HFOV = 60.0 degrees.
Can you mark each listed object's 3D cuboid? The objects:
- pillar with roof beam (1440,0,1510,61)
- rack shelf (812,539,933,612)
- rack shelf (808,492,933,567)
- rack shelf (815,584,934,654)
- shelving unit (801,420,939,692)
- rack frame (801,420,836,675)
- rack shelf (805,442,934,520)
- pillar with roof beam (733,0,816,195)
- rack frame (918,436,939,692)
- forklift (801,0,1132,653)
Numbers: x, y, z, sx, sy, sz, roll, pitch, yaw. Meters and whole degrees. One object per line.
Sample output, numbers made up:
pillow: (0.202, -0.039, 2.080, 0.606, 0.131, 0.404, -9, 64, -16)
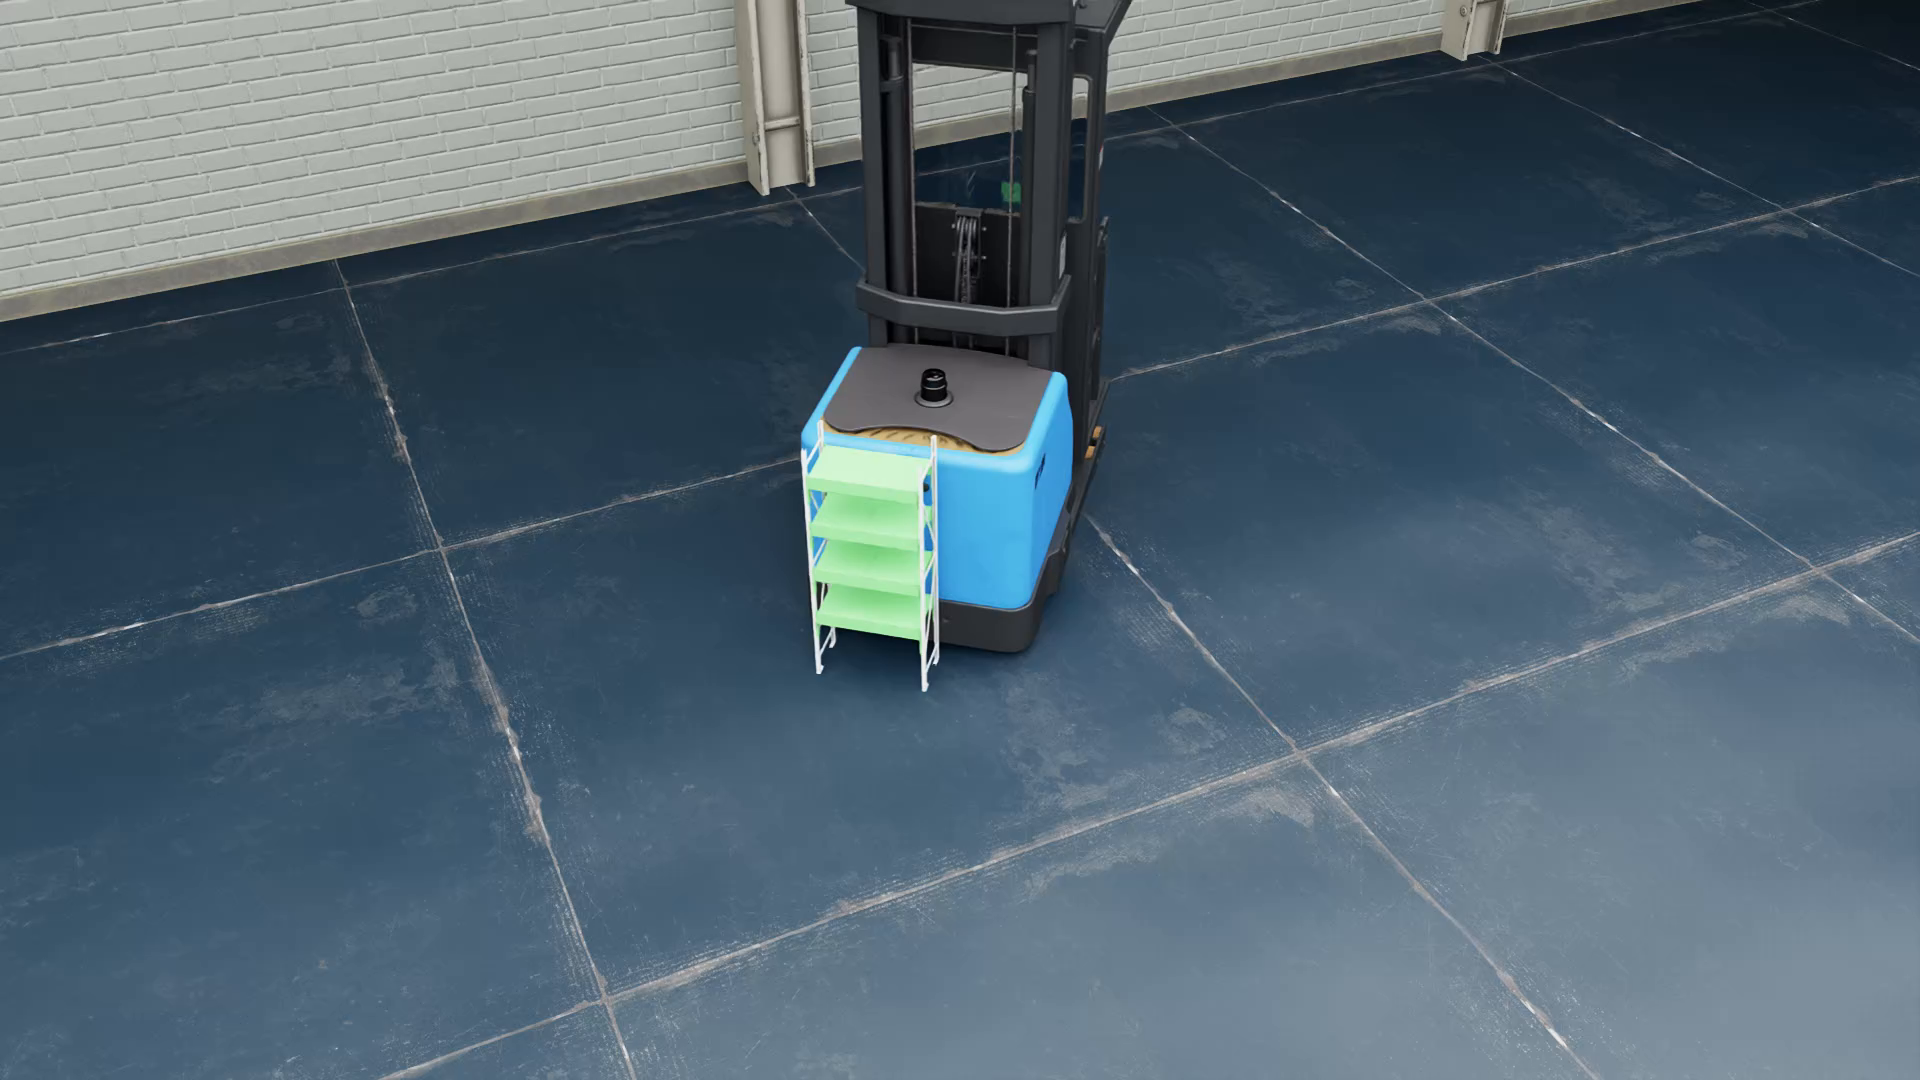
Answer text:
pillar with roof beam: (6.012, -5.315, 7.862, 0.400, 9.000, 9.100, -16, 39, -20)
rack shelf: (-0.369, 0.139, 7.162, 0.480, 0.148, 0.258, 8, 38, 11)
rack shelf: (-0.369, -0.053, 7.017, 0.480, 0.148, 0.258, 8, 38, 11)
rack shelf: (-0.368, 0.330, 7.306, 0.480, 0.148, 0.258, 8, 38, 11)
shelving unit: (-0.369, 0.088, 7.123, 0.503, 1.200, 0.258, 8, 38, 11)
rack frame: (-0.605, 0.052, 7.170, 0.015, 1.200, 0.240, 8, 38, 11)
rack shelf: (-0.369, -0.245, 6.873, 0.480, 0.148, 0.258, 8, 38, 11)
pillar with roof beam: (0.580, -3.796, 5.815, 0.400, 9.000, 9.100, -16, 39, -20)
rack frame: (-0.132, 0.123, 7.076, 0.015, 1.200, 0.240, 8, 38, 11)
forklift: (0.156, -1.551, 7.881, 1.130, 2.935, 3.031, 8, 37, 11)
